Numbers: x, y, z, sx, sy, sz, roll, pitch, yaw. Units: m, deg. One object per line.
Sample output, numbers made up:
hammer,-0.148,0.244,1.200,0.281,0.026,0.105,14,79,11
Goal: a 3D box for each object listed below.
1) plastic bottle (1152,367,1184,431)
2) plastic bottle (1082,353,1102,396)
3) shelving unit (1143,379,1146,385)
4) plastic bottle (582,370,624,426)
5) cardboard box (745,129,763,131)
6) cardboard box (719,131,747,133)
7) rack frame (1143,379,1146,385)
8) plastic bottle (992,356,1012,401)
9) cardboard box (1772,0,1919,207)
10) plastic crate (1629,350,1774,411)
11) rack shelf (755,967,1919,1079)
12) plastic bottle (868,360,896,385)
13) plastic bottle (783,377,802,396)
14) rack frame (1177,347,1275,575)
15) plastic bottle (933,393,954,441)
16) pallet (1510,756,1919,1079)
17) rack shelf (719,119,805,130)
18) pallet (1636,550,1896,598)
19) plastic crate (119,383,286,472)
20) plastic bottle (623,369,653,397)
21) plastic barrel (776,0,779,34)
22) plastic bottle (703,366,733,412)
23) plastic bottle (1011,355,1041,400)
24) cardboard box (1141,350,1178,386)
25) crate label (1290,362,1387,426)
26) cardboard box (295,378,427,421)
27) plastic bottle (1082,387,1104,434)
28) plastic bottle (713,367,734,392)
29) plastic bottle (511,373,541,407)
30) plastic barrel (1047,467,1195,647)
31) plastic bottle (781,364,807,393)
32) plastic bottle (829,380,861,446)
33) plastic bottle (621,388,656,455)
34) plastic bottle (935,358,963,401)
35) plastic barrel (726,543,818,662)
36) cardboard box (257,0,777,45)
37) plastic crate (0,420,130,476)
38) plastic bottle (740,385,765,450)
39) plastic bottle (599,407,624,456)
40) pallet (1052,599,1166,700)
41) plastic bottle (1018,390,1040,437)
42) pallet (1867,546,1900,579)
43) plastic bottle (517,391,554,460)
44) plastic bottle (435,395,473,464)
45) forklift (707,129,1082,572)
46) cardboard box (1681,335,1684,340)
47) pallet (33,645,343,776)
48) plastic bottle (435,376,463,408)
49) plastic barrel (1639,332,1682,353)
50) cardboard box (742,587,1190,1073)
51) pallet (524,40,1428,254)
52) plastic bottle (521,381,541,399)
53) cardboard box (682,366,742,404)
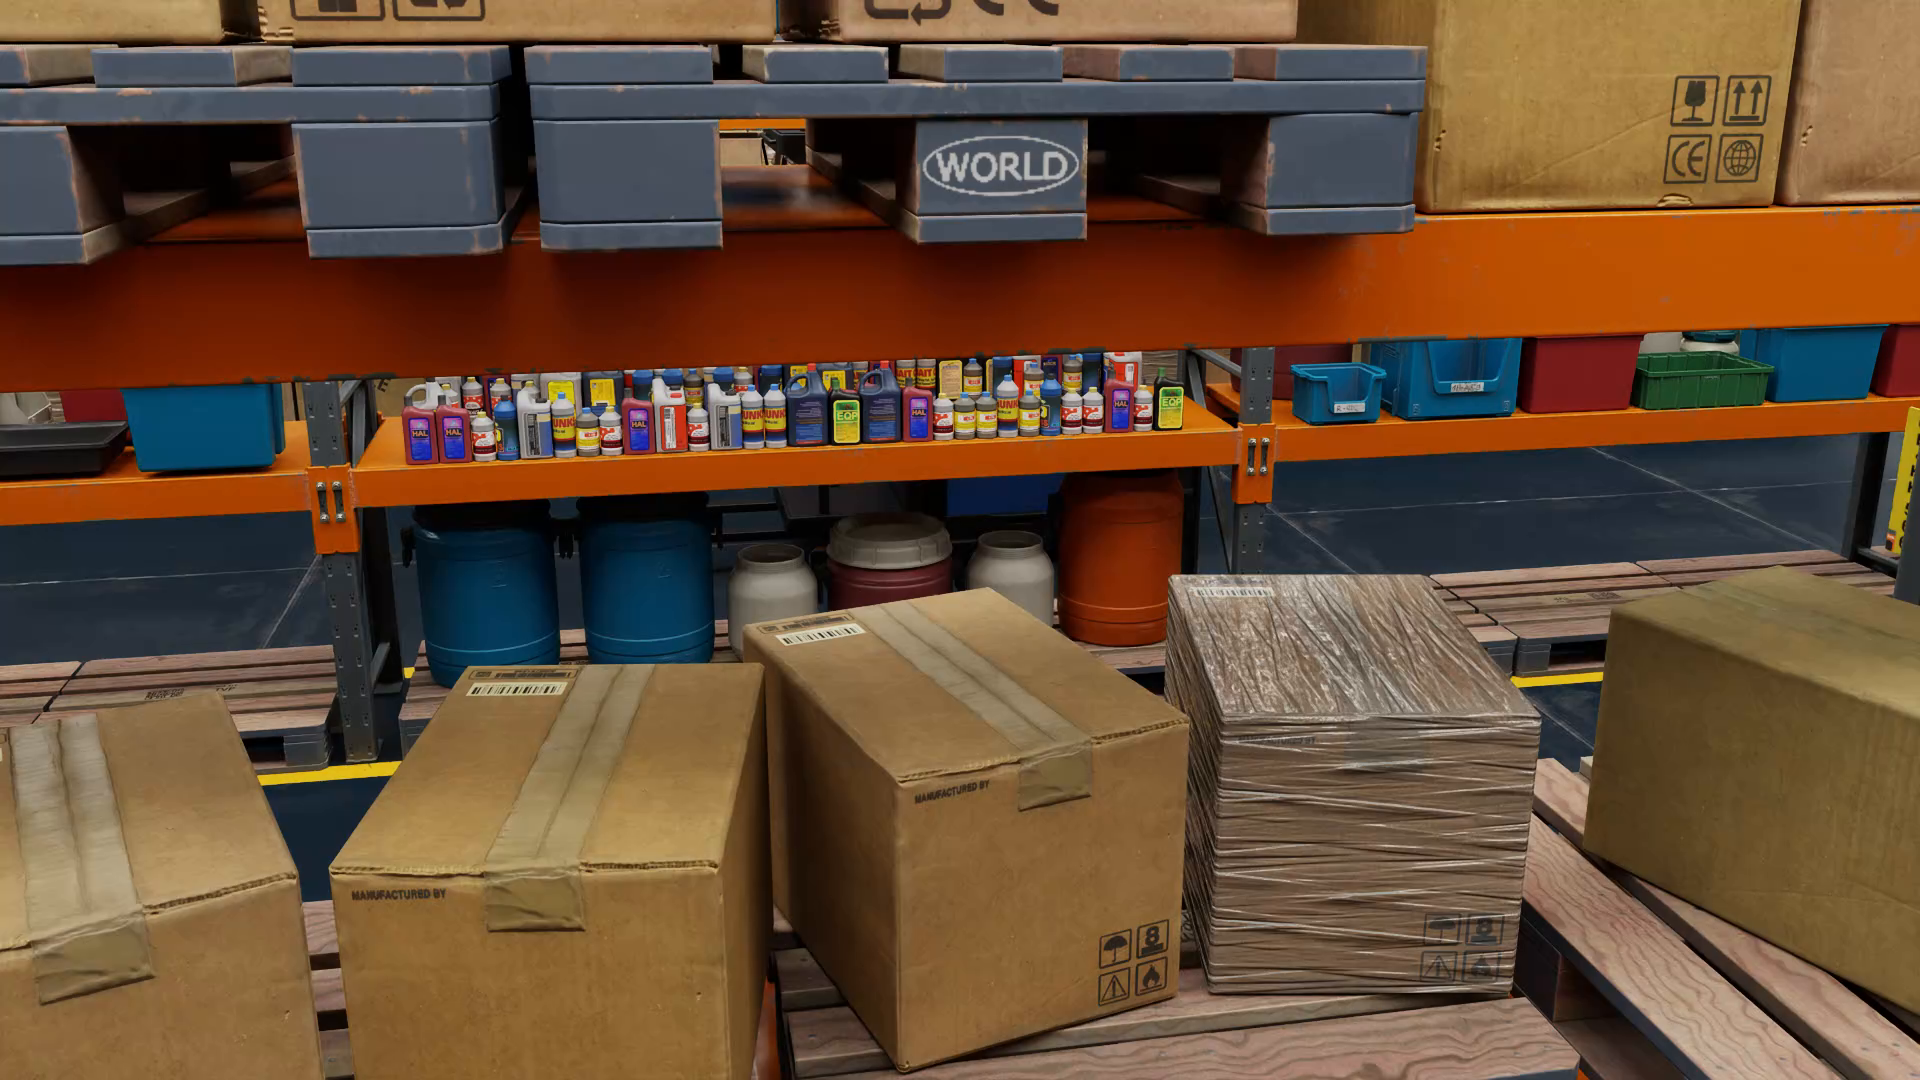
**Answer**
plastic bottle,0.936,-0.634,7.467,0.133,0.283,0.061,-3,17,-10
plastic bottle,0.647,-0.845,8.172,0.097,0.271,0.097,0,17,0
shelving unit,1.154,-0.491,10.124,0.252,1.050,0.215,-9,19,-27
plastic bottle,-1.626,-0.704,7.578,0.185,0.351,0.144,-3,17,-10
cardboard box,-2.527,-5.511,21.272,0.500,0.500,0.500,-3,17,-9
cardboard box,-2.996,-5.123,21.288,0.500,0.250,0.500,-4,17,-12
rack frame,1.047,-0.474,10.068,0.008,1.050,0.200,-9,19,-27
plastic bottle,0.205,-0.801,8.031,0.097,0.271,0.097,0,17,0
cardboard box,1.266,-0.827,2.616,0.500,0.500,0.910,-3,17,-10
plastic crate,3.524,-0.779,8.100,0.662,0.188,0.450,-3,17,-10
rack shelf,0.225,1.048,3.017,4.000,0.370,1.077,-3,17,-10
plastic bottle,-0.377,-0.798,7.999,0.133,0.283,0.061,-3,17,-10
plastic bottle,-0.728,-0.583,7.320,0.097,0.271,0.097,0,17,0
rack frame,1.253,-0.836,7.924,0.127,3.000,1.000,-3,17,-10
plastic bottle,-0.076,-0.543,7.310,0.097,0.201,0.097,0,17,0
pallet,1.536,0.742,3.114,1.003,0.211,1.213,-3,17,-10
rack shelf,-0.711,-1.814,7.226,4.000,0.370,1.077,-3,17,-10
pallet,4.416,0.329,8.880,1.213,0.211,1.003,-3,17,-10
plastic crate,-3.069,-0.510,6.787,0.575,0.384,0.392,-3,17,-10
plastic bottle,-1.495,-0.717,7.749,0.135,0.276,0.152,-3,17,-10
plastic barrel,-1.028,-2.626,7.076,0.708,0.901,0.600,-3,17,-10
plastic bottle,-1.135,-0.738,7.816,0.135,0.276,0.152,-3,17,-10
plastic bottle,0.312,-0.820,8.083,0.135,0.276,0.152,-3,17,-10
cardboard box,1.509,-1.357,13.128,0.500,0.500,0.700,-5,18,-15
crate label,1.737,-0.671,7.673,0.416,0.233,0.303,-3,17,-10
cardboard box,-4.278,-1.212,12.053,0.875,0.875,0.875,-3,17,-10
plastic bottle,0.593,-0.581,7.434,0.097,0.201,0.097,0,17,0
plastic bottle,-1.094,-0.700,7.703,0.097,0.271,0.097,0,17,0
plastic bottle,-1.990,-0.689,7.658,0.135,0.276,0.152,-3,17,-10
plastic barrel,0.775,0.033,8.076,0.708,0.830,0.600,-3,17,-10
plastic bottle,-0.753,-0.796,7.879,0.185,0.351,0.144,-3,17,-10
plastic bottle,-0.498,-0.553,7.202,0.133,0.283,0.061,-3,17,-10
plastic bottle,-1.362,-0.504,7.043,0.133,0.283,0.061,-3,17,-10
plastic bottle,-0.055,-0.816,8.059,0.133,0.283,0.061,-3,17,-10
plastic barrel,-0.871,0.305,7.732,0.421,0.512,0.421,0,17,0
cardboard box,-0.578,-0.966,2.182,0.600,0.600,0.600,-3,17,-11
plastic crate,-3.723,-0.370,6.775,0.590,0.125,0.437,-3,17,-10
plastic bottle,-0.892,-0.530,7.149,0.097,0.271,0.097,0,17,0
plastic bottle,-1.479,-0.464,7.051,0.097,0.201,0.097,0,17,0
pallet,0.486,0.553,8.151,1.213,0.211,1.003,-3,17,-10
plastic bottle,0.306,-0.565,7.381,0.097,0.201,0.097,0,17,0
pallet,5.847,0.249,9.141,1.213,0.211,1.003,-3,17,-10
plastic bottle,-1.789,-0.490,7.009,0.135,0.276,0.152,-3,17,-10
plastic bottle,-2.103,-0.462,6.906,0.133,0.283,0.061,-3,17,-10
forklift,-0.618,-1.365,9.765,3.031,2.935,1.130,-3,17,-11
cardboard box,5.796,-1.594,13.936,0.500,0.500,0.500,-5,18,-15
pallet,-3.389,0.772,7.438,1.213,0.211,1.003,-3,17,-10
plastic bottle,-2.349,-0.669,7.592,0.135,0.276,0.152,-3,17,-10
plastic barrel,3.479,-1.093,8.529,0.433,0.535,0.433,0,17,0
cardboard box,-0.016,0.450,2.851,0.500,0.500,0.700,-8,19,-24
pallet,-0.067,-0.604,2.379,1.003,0.211,1.213,-3,17,-10
plastic bottle,-1.949,-0.619,7.555,0.097,0.201,0.097,0,17,0
cardboard box,-2.113,-1.317,12.395,0.875,0.875,1.225,-4,17,-12
